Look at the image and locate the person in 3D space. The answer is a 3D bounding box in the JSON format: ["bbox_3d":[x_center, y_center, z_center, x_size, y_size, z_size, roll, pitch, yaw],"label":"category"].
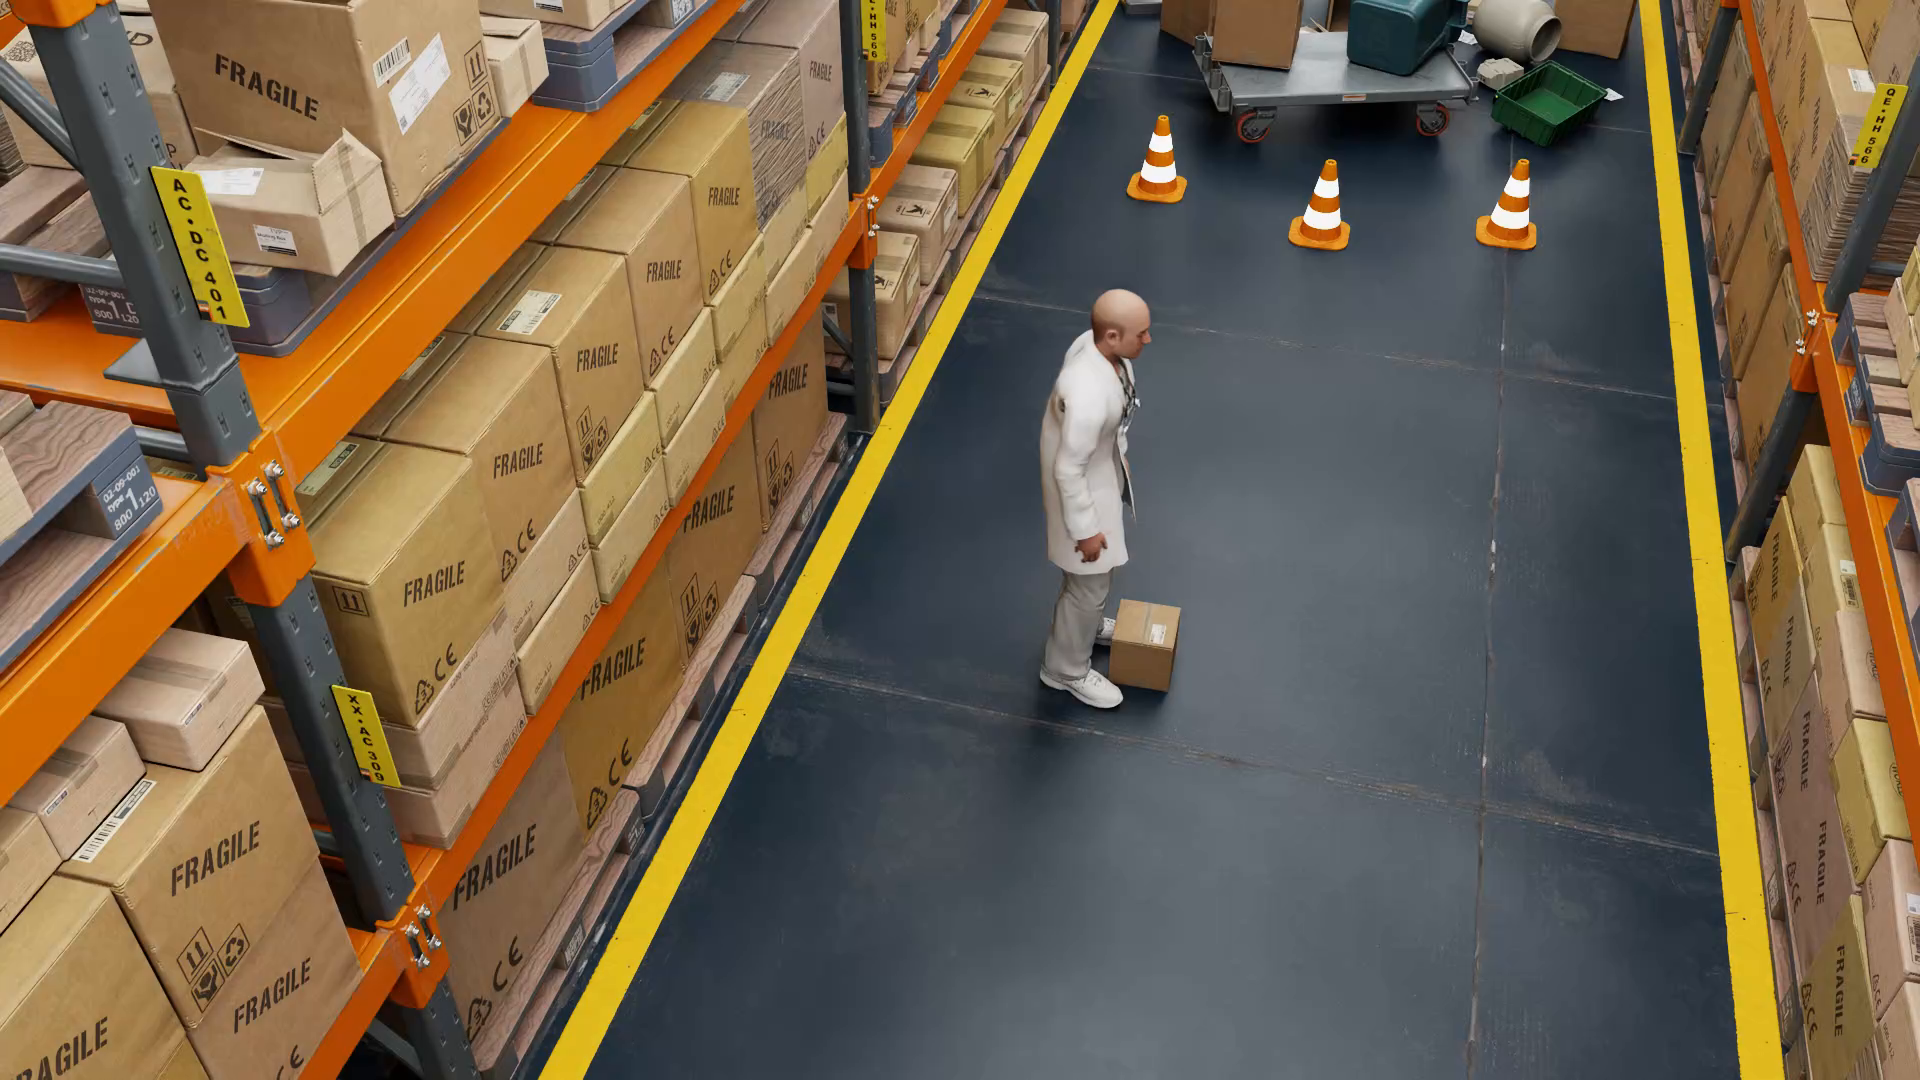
[{"bbox_3d":[0.517,-0.184,6.385,0.425,1.774,0.644,10,42,12],"label":"person"}]
